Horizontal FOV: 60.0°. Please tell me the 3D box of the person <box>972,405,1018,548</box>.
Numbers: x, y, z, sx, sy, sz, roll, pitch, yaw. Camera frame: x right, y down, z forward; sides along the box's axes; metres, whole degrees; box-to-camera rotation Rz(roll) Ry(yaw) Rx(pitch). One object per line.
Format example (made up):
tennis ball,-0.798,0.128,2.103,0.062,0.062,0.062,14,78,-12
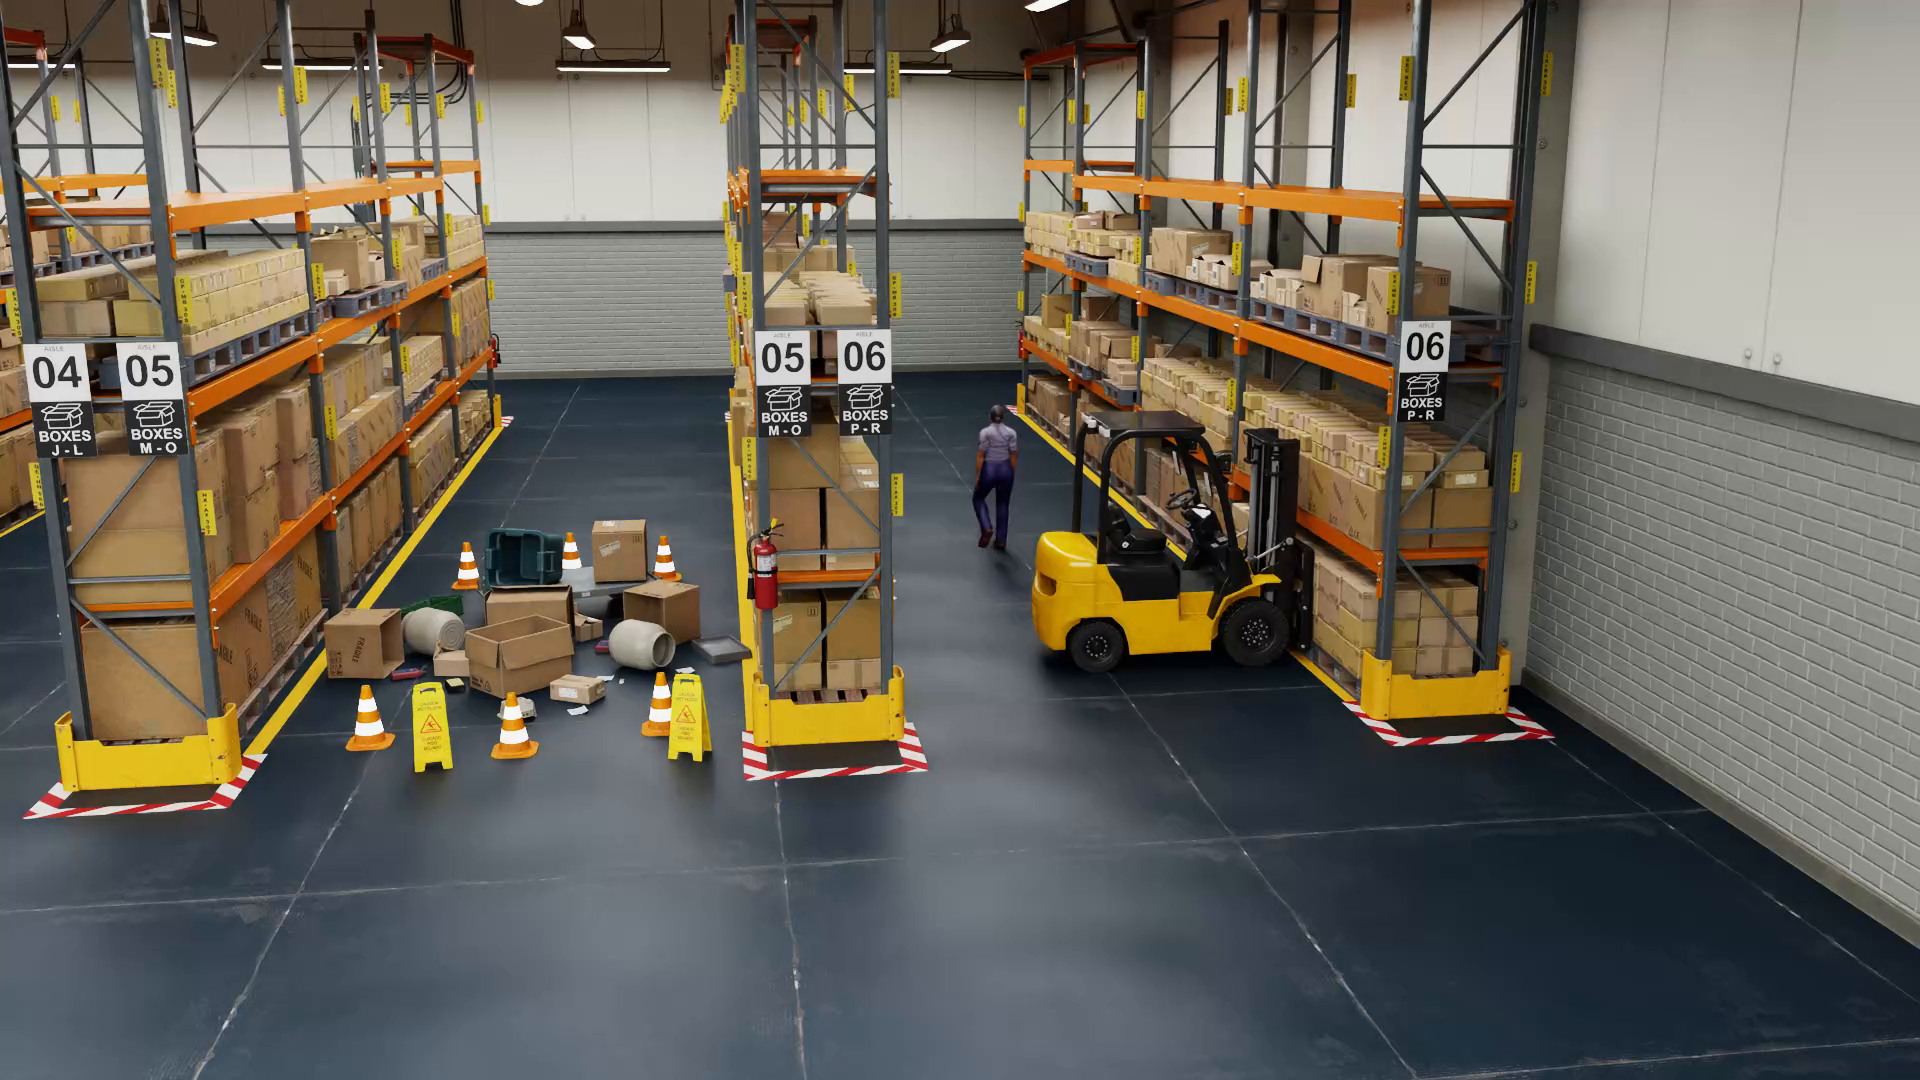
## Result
person,0.399,-0.733,19.070,0.508,1.674,0.444,-3,14,-12
